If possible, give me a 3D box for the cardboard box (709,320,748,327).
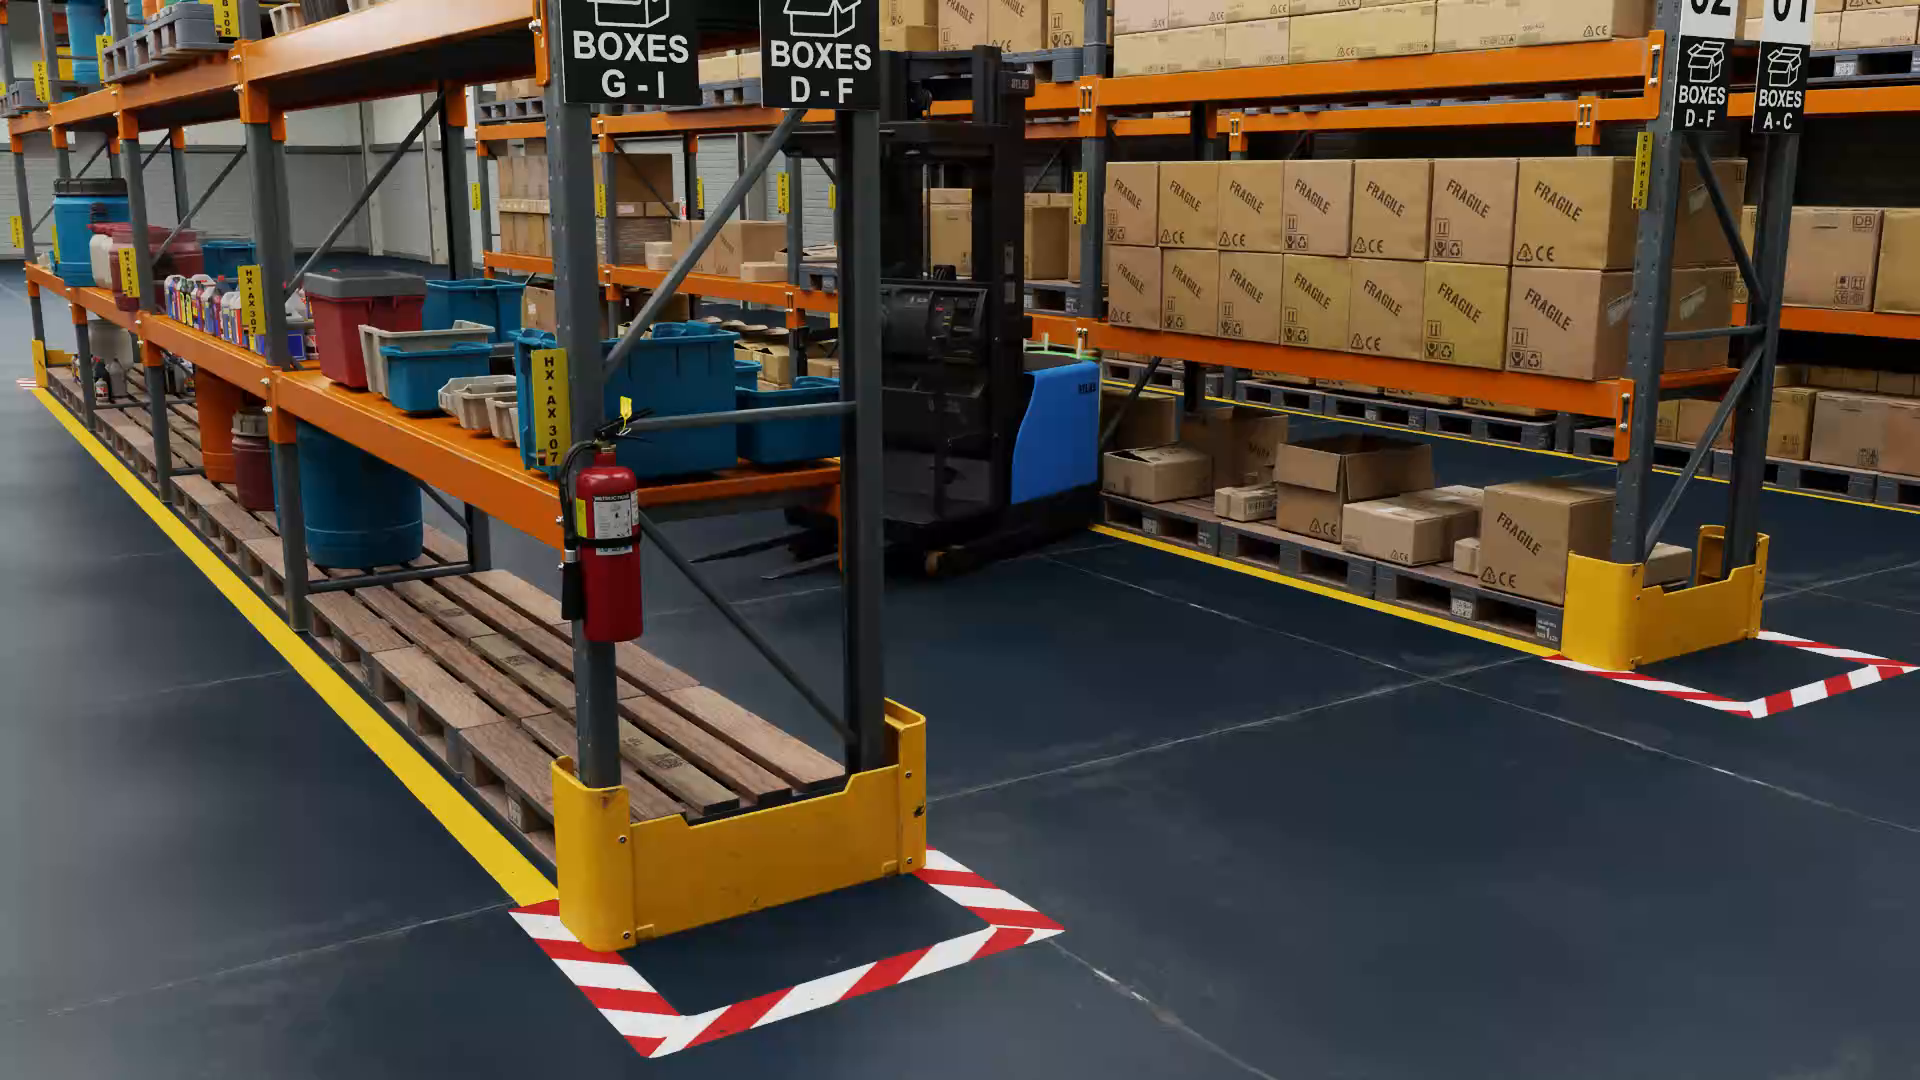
[{"bbox_3d":[-2.458,-2.084,17.010,0.500,0.311,0.500,-8,14,-31],"label":"cardboard box"}]

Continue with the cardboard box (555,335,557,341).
[{"bbox_3d":[-4.489,-2.263,19.140,0.500,0.250,0.500,-8,15,-33],"label":"cardboard box"}]

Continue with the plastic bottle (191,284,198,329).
[{"bbox_3d":[-4.654,-1.432,10.189,0.097,0.271,0.097,0,12,0],"label":"plastic bottle"}]

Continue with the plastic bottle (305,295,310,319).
[{"bbox_3d":[-4.260,-1.598,10.950,0.097,0.271,0.097,0,12,0],"label":"plastic bottle"}]

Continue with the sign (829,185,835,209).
[{"bbox_3d":[-1.761,-4.735,22.966,0.100,0.325,0.005,-8,15,-33],"label":"sign"}]

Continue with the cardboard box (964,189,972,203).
[{"bbox_3d":[0.388,-4.015,20.250,0.500,0.500,0.500,-8,15,-33],"label":"cardboard box"}]

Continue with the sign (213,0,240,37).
[{"bbox_3d":[-3.367,-2.474,7.613,0.100,0.325,0.005,-8,15,-33],"label":"sign"}]

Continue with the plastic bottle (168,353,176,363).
[{"bbox_3d":[-7.547,-1.639,16.008,0.144,0.351,0.185,-9,15,-35],"label":"plastic bottle"}]

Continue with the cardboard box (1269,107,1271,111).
[{"bbox_3d":[2.916,-4.633,17.223,0.500,0.500,0.500,-8,15,-33],"label":"cardboard box"}]

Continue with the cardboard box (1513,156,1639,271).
[{"bbox_3d":[2.958,-1.528,7.752,0.500,0.500,0.500,-8,15,-33],"label":"cardboard box"}]

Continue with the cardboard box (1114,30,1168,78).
[{"bbox_3d":[1.281,-2.931,10.075,0.500,0.250,0.500,-8,15,-33],"label":"cardboard box"}]

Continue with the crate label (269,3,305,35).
[{"bbox_3d":[-2.877,-2.285,7.384,0.293,0.136,0.466,-8,15,-33],"label":"crate label"}]

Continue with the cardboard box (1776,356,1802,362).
[{"bbox_3d":[6.194,-1.307,12.666,0.380,0.149,0.250,-9,15,-35],"label":"cardboard box"}]

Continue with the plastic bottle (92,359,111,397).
[{"bbox_3d":[-7.937,-1.494,15.341,0.144,0.351,0.185,-9,15,-34],"label":"plastic bottle"}]

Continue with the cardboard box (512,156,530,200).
[{"bbox_3d":[-4.858,-4.285,19.664,0.700,0.500,0.500,-9,15,-34],"label":"cardboard box"}]

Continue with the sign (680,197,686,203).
[{"bbox_3d":[-5.088,-6.250,30.598,0.001,0.109,0.331,-8,15,-33],"label":"sign"}]

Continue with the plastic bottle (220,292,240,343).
[{"bbox_3d":[-4.080,-1.261,9.395,0.152,0.276,0.135,-8,15,-33],"label":"plastic bottle"}]

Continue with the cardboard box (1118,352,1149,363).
[{"bbox_3d":[2.194,-2.260,18.494,0.700,0.500,0.500,-8,15,-33],"label":"cardboard box"}]

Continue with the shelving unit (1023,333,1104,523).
[{"bbox_3d":[0.635,-0.732,10.857,0.258,1.200,0.503,-7,14,-44],"label":"shelving unit"}]

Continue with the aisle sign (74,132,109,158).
[{"bbox_3d":[-9.349,-4.522,17.932,0.394,0.787,0.004,-8,15,-33],"label":"aisle sign"}]

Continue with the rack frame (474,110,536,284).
[{"bbox_3d":[-5.431,-3.789,20.668,1.000,3.000,0.127,-8,15,-33],"label":"rack frame"}]

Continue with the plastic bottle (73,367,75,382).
[{"bbox_3d":[-8.754,-1.674,16.515,0.097,0.201,0.097,0,12,0],"label":"plastic bottle"}]

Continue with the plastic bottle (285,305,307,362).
[{"bbox_3d":[-3.395,-1.041,8.390,0.152,0.276,0.135,-8,15,-33],"label":"plastic bottle"}]

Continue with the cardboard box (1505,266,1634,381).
[{"bbox_3d":[2.959,-1.040,7.862,0.500,0.500,0.500,-8,14,-31],"label":"cardboard box"}]

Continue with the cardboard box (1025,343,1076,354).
[{"bbox_3d":[0.599,-1.308,12.387,0.500,0.250,0.500,-8,15,-33],"label":"cardboard box"}]

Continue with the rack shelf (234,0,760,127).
[{"bbox_3d":[-1.800,-1.828,6.361,1.077,0.370,4.000,-8,15,-33],"label":"rack shelf"}]

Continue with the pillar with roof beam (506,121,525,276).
[{"bbox_3d":[-13.758,-9.977,34.919,9.100,9.000,0.548,-8,15,-33],"label":"pillar with roof beam"}]

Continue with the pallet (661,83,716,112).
[{"bbox_3d":[-2.071,-4.048,15.273,1.003,0.211,1.213,-7,14,-30],"label":"pallet"}]

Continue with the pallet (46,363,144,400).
[{"bbox_3d":[-9.030,-1.688,17.588,1.003,0.211,1.213,-8,15,-33],"label":"pallet"}]

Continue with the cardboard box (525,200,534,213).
[{"bbox_3d":[-4.819,-3.876,19.314,0.380,0.149,0.250,-9,15,-35],"label":"cardboard box"}]

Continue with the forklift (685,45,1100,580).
[{"bbox_3d":[-0.364,-1.322,9.548,1.130,2.935,3.031,9,15,34],"label":"forklift"}]

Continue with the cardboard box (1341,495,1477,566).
[{"bbox_3d":[2.426,-0.055,9.000,0.500,0.250,0.500,-8,15,-33],"label":"cardboard box"}]

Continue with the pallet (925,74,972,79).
[{"bbox_3d":[0.338,-3.337,12.019,1.213,0.211,1.003,-8,15,-33],"label":"pallet"}]

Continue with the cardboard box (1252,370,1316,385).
[{"bbox_3d":[3.422,-1.962,16.362,0.750,0.750,0.750,-8,15,-34],"label":"cardboard box"}]

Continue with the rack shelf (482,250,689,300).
[{"bbox_3d":[-4.323,-3.082,19.118,1.077,0.370,4.000,-8,15,-33],"label":"rack shelf"}]

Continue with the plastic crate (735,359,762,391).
[{"bbox_3d":[-0.919,-0.506,5.904,0.416,0.233,0.300,-8,15,-33],"label":"plastic crate"}]

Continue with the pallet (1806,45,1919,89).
[{"bbox_3d":[6.456,-3.301,11.620,1.003,0.211,1.213,-8,15,-33],"label":"pallet"}]

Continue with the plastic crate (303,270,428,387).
[{"bbox_3d":[-2.622,-0.942,7.356,0.402,0.464,0.583,-8,15,-33],"label":"plastic crate"}]

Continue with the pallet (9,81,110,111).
[{"bbox_3d":[-7.821,-3.982,14.971,1.213,0.211,1.003,-8,15,-33],"label":"pallet"}]

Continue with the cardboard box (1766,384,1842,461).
[{"bbox_3d":[6.227,-0.900,12.323,0.700,0.500,0.500,-8,15,-31],"label":"cardboard box"}]

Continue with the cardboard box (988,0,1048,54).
[{"bbox_3d":[0.611,-3.638,11.503,0.600,0.600,0.600,-8,15,-33],"label":"cardboard box"}]

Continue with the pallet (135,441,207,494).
[{"bbox_3d":[-5.521,-0.561,12.433,1.003,0.211,1.213,-8,15,-33],"label":"pallet"}]

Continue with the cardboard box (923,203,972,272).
[{"bbox_3d":[-0.208,-2.337,12.808,0.700,0.500,0.500,-5,13,-22],"label":"cardboard box"}]

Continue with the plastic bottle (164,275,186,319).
[{"bbox_3d":[-5.153,-1.605,10.970,0.152,0.276,0.135,-8,15,-33],"label":"plastic bottle"}]

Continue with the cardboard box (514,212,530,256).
[{"bbox_3d":[-4.888,-3.661,19.846,0.700,0.500,0.500,-8,14,-31],"label":"cardboard box"}]

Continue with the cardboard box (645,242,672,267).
[{"bbox_3d":[-2.906,-2.922,17.054,0.500,0.250,0.500,-7,14,-29],"label":"cardboard box"}]

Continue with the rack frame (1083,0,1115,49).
[{"bbox_3d":[1.218,-4.586,10.268,1.000,3.000,0.127,-8,15,-33],"label":"rack frame"}]

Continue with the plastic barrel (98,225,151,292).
[{"bbox_3d":[-6.586,-2.232,13.229,0.433,0.535,0.433,0,12,0],"label":"plastic barrel"}]

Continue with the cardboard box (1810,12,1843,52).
[{"bbox_3d":[6.064,-3.551,11.693,0.500,0.250,0.500,-9,15,-34],"label":"cardboard box"}]

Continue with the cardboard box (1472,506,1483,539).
[{"bbox_3d":[3.092,-0.035,8.905,0.500,0.250,0.500,-8,15,-33],"label":"cardboard box"}]

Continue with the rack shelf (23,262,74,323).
[{"bbox_3d":[-8.448,-2.497,16.440,1.077,0.370,4.000,-8,15,-33],"label":"rack shelf"}]

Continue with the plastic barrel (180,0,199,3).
[{"bbox_3d":[-3.981,-3.270,9.117,0.600,0.901,0.708,-8,15,-33],"label":"plastic barrel"}]

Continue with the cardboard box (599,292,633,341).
[{"bbox_3d":[-3.921,-2.453,18.256,0.500,0.500,0.500,-8,15,-33],"label":"cardboard box"}]

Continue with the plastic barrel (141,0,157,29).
[{"bbox_3d":[-5.761,-3.744,12.435,0.600,0.830,0.708,-8,15,-33],"label":"plastic barrel"}]

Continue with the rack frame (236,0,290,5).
[{"bbox_3d":[-2.908,-4.000,7.590,1.000,3.000,0.127,-8,15,-33],"label":"rack frame"}]
